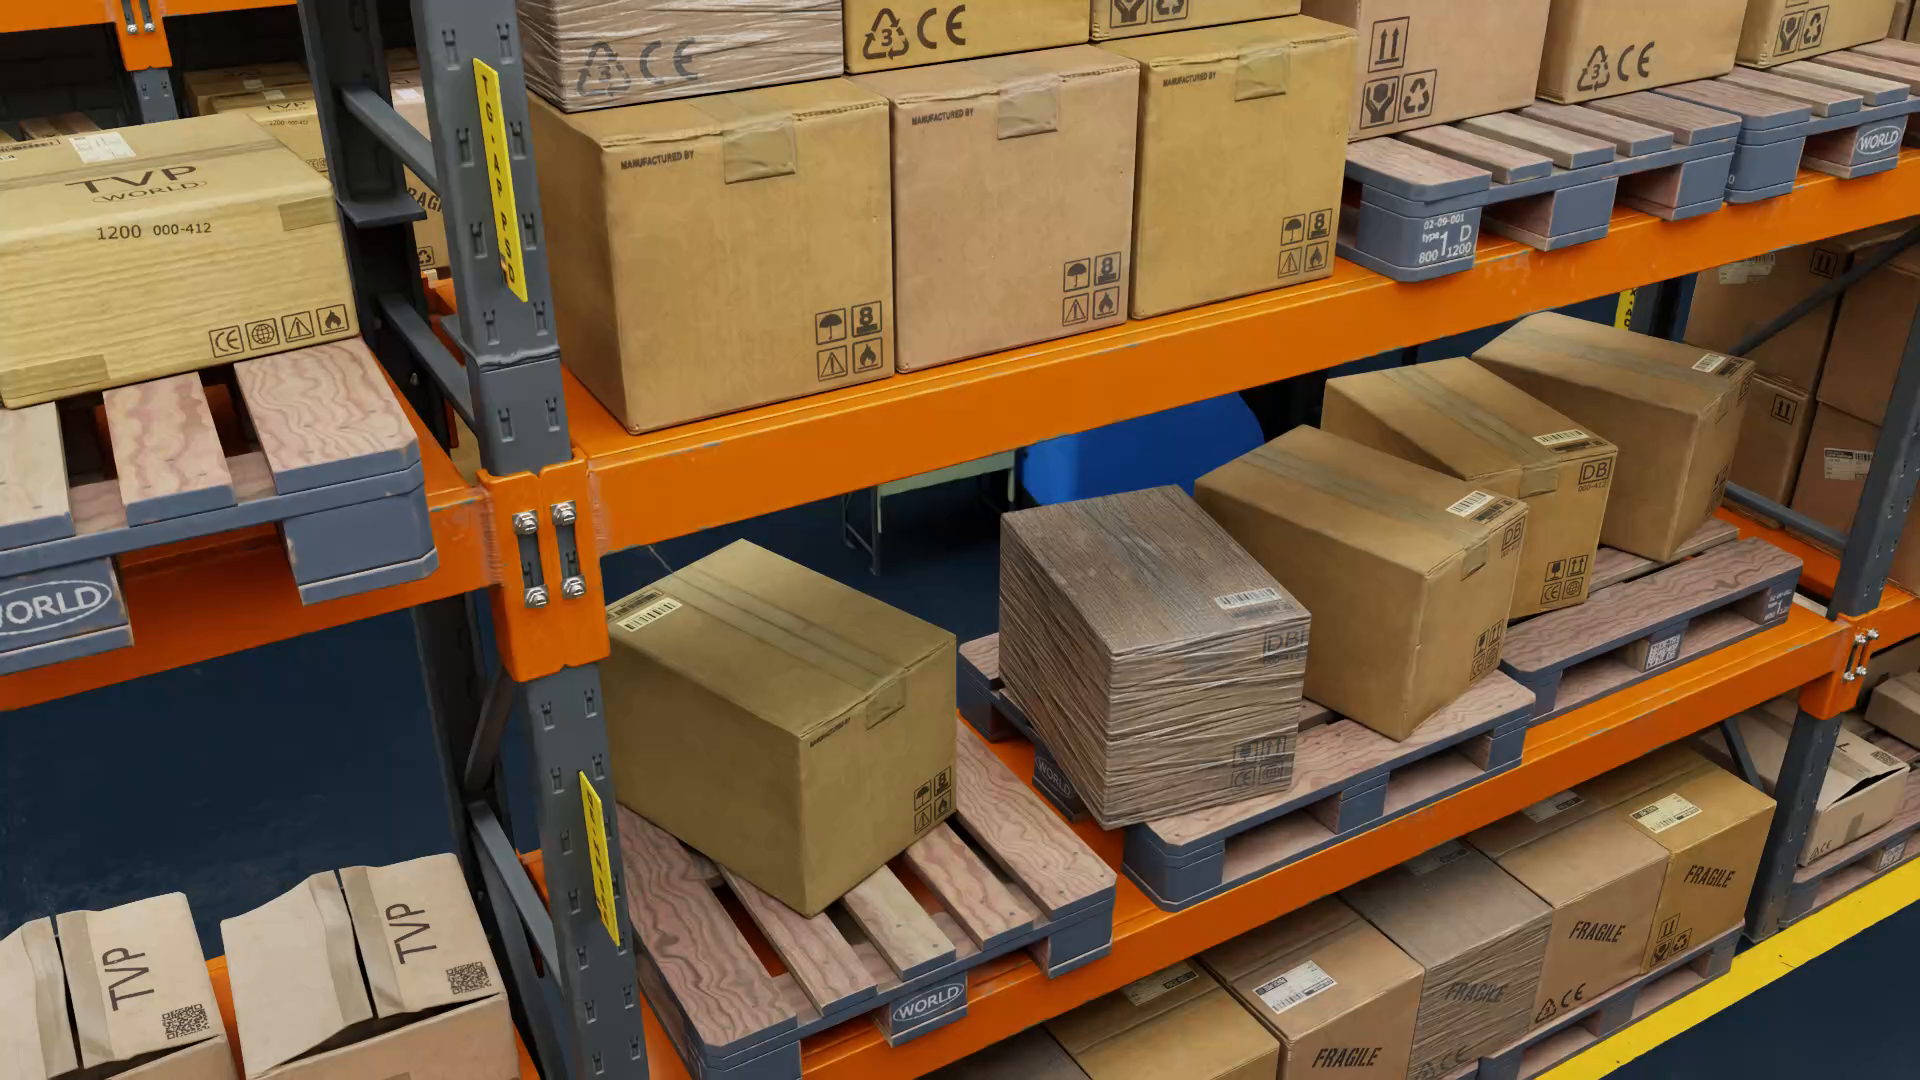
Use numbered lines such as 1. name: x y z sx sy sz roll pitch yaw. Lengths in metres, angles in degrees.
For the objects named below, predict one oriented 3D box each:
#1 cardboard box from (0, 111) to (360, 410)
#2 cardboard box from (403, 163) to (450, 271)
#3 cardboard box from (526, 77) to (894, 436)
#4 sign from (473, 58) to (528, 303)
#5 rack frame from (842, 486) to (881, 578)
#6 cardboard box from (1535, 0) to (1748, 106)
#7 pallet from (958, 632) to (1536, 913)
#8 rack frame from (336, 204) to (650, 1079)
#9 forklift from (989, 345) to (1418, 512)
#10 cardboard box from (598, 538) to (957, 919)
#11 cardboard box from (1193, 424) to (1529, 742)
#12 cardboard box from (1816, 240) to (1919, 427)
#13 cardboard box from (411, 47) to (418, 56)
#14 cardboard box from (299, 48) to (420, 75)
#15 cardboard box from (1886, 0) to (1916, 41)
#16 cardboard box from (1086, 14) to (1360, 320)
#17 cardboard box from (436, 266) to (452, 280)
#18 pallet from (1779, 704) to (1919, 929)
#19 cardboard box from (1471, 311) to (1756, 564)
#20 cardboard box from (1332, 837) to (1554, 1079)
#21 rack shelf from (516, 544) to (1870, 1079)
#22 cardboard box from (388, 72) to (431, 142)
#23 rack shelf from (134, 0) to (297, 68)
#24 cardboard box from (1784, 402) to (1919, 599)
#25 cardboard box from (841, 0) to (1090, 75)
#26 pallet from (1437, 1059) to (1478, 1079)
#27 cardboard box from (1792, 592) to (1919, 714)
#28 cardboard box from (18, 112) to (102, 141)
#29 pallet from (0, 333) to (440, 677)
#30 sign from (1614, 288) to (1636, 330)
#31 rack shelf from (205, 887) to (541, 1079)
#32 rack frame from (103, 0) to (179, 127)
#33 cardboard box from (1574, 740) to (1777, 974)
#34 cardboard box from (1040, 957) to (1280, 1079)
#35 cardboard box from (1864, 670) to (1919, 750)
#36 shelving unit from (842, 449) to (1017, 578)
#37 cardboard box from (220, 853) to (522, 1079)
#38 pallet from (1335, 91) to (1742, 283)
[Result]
1. cardboard box: -1.281 -0.457 2.590 0.500 0.250 0.500 -19 34 -30
2. cardboard box: -2.426 -1.542 7.508 0.500 0.500 0.500 -15 32 -25
3. cardboard box: -0.559 -0.638 3.094 0.500 0.500 0.910 -16 33 -26
4. sign: -0.644 -0.501 2.332 0.005 0.325 0.100 -16 33 -26
5. rack frame: -0.478 -0.566 7.724 0.023 1.500 0.400 -14 32 -23
6. cardboard box: 1.494 -1.458 4.042 0.600 0.600 0.600 -16 33 -27
7. pallet: 0.756 0.446 4.536 1.213 0.211 1.003 -16 33 -26
8. rack frame: -0.918 0.840 3.624 0.127 3.000 1.000 -16 33 -26
9. forklift: 1.725 -1.518 7.967 3.031 2.935 1.130 -9 30 -16
10. cardboard box: -0.432 0.411 3.862 0.700 0.500 0.500 22 36 34
11. cardboard box: 1.039 0.091 4.442 0.700 0.500 0.500 26 38 38
12. cardboard box: 3.079 -0.619 5.129 0.500 0.500 0.500 -15 32 -25
13. cardboard box: -2.279 -2.202 7.928 0.500 0.250 0.500 -17 33 -28
14. cardboard box: -2.723 -2.078 7.703 0.500 0.250 0.500 -17 33 -28
15. cardboard box: 2.815 -1.617 5.126 0.500 0.250 0.500 -16 33 -26
16. cardboard box: 0.329 -0.890 3.551 0.500 0.500 0.910 -16 33 -26
17. cardboard box: -2.382 -1.306 7.752 0.250 0.149 0.380 -16 33 -27
18. pallet: 3.123 0.914 6.376 1.213 0.211 1.003 -16 33 -26
19. cardboard box: 2.009 -0.344 5.231 0.700 0.500 0.500 22 36 34
20. cardboard box: 1.387 1.243 5.025 0.500 0.500 0.500 -15 32 -26
21. rack shelf: 0.806 0.665 4.685 4.000 0.370 1.077 -16 33 -26
22. cardboard box: -2.446 -1.870 7.325 0.500 0.250 0.500 -16 33 -27
23. rack shelf: -1.707 -2.711 7.697 4.000 0.370 1.077 -16 33 -26
24. cardboard box: 3.108 -0.194 5.394 0.500 0.500 0.500 -15 32 -25
25. cardboard box: -0.099 -1.184 3.048 0.500 0.500 0.500 -16 33 -26
26. pallet: 0.795 1.597 5.138 1.213 0.211 1.003 -16 33 -26
27. cardboard box: 3.525 0.404 6.741 0.500 0.311 0.500 -16 33 -26
28. cardboard box: -3.713 -1.646 6.898 0.250 0.149 0.380 -21 35 -33
29. pallet: -1.458 -0.187 2.576 1.003 0.211 1.213 -14 32 -24
30. sign: 2.249 -0.742 5.595 0.005 0.325 0.100 -16 33 -26
31. rack shelf: -2.643 1.644 2.910 4.000 0.370 1.077 -16 33 -26
32. rack frame: -3.431 -1.223 7.361 0.127 3.000 1.000 -16 33 -26
33. cardboard box: 2.250 1.003 5.460 0.500 0.500 0.500 -16 33 -27
34. cardboard box: 0.503 1.498 4.563 0.500 0.500 0.500 -16 33 -27
35. cardboard box: 3.743 0.680 6.390 0.250 0.166 0.380 -16 33 -26
36. shelving unit: -0.151 -0.645 7.867 0.755 1.500 0.431 -14 32 -23
37. cardboard box: -1.254 0.950 3.517 0.500 0.311 0.500 -14 32 -23
38. pallet: 1.040 -0.985 4.020 1.003 0.211 1.213 -16 33 -26
